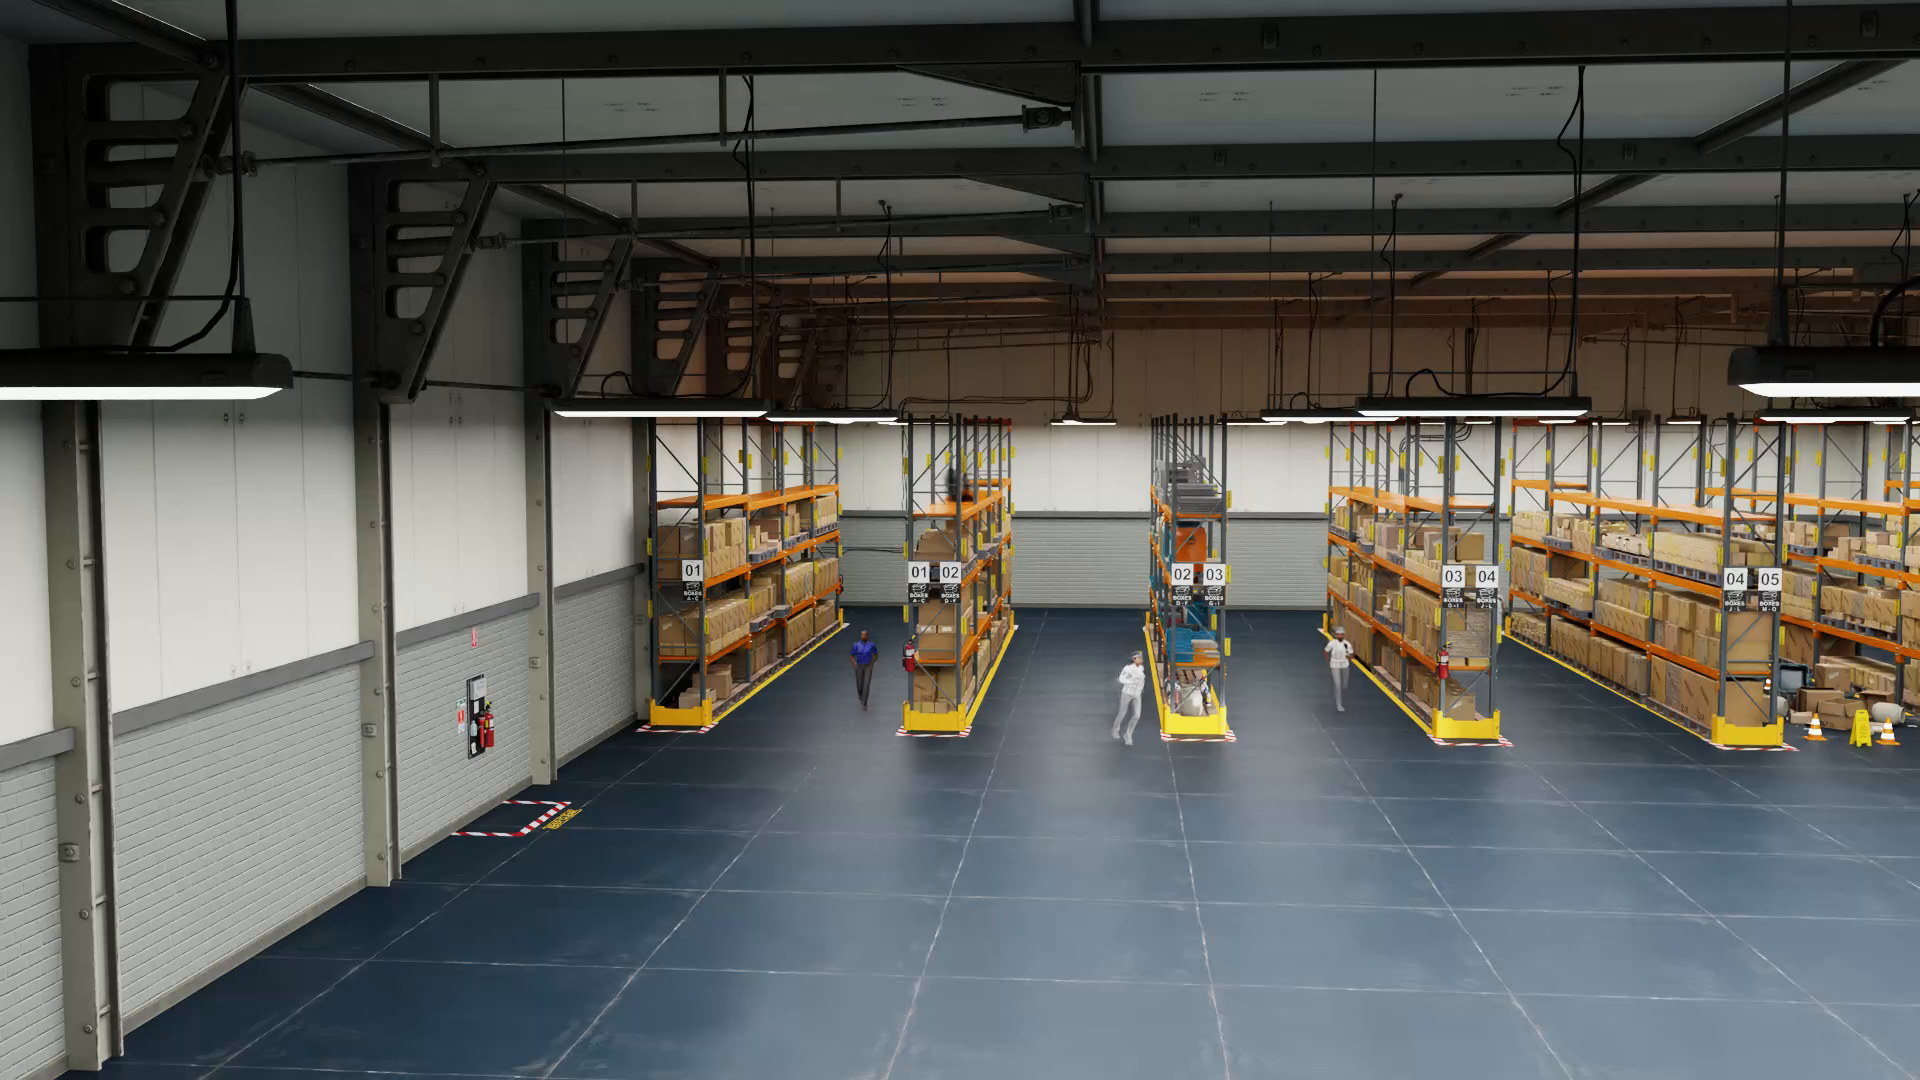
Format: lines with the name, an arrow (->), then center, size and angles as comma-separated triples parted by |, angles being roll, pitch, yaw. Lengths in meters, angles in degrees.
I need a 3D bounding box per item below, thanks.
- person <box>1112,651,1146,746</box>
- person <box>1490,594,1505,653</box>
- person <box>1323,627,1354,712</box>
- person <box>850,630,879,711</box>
person -> 3.156, 2.856, 30.338 | 0.623, 1.712, 0.704 | -1, 4, -18
person -> 13.736, 2.024, 42.829 | 0.609, 1.707, 0.835 | 1, 4, 8
person -> 7.707, 2.592, 33.782 | 0.583, 1.674, 0.924 | 0, 4, -1
person -> -1.950, 2.631, 33.862 | 0.593, 1.618, 0.727 | 0, 4, -4
